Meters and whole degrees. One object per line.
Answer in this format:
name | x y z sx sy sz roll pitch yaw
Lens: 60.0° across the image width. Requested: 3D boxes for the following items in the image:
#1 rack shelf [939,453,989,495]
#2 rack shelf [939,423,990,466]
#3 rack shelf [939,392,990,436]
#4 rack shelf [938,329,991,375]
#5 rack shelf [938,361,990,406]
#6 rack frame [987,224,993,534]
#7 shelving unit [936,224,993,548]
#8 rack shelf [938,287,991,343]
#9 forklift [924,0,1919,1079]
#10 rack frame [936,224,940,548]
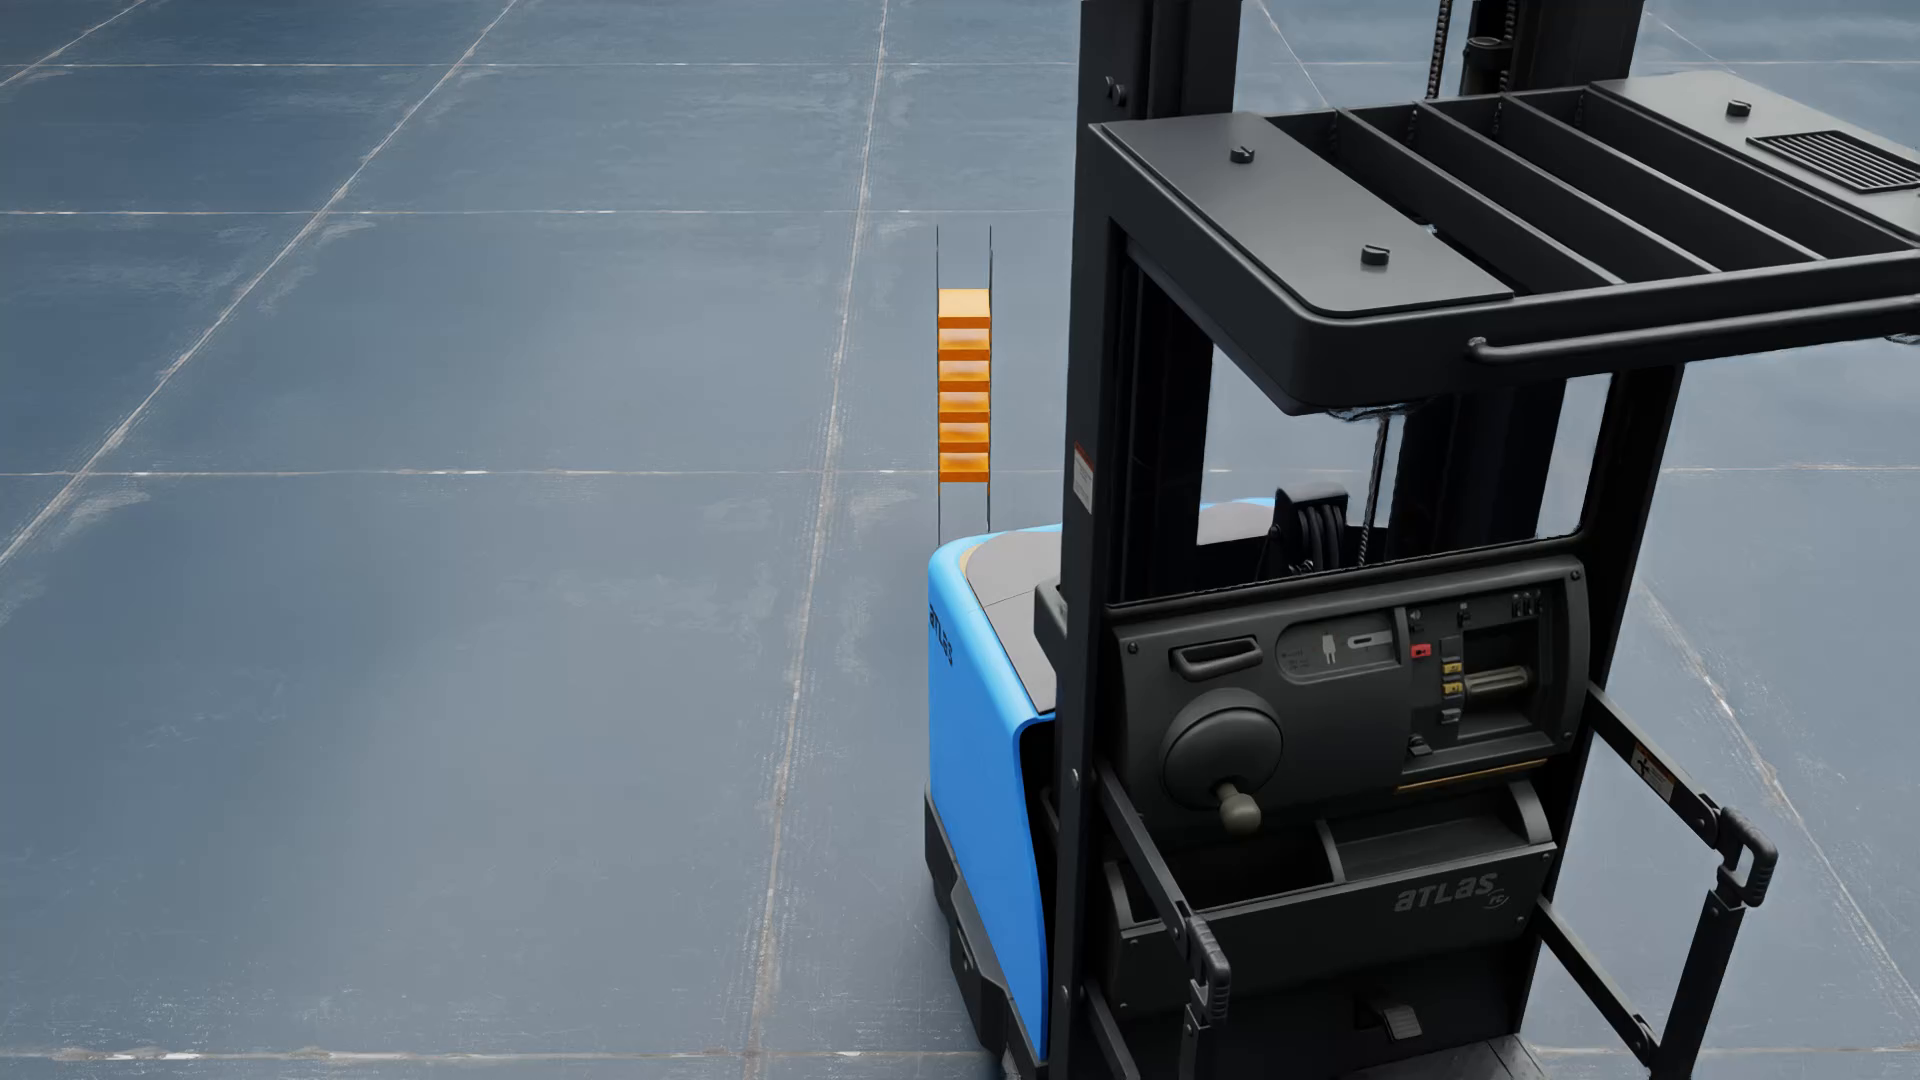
rack shelf | 0.014 -0.270 6.086 0.180 0.103 0.258 0 31 0
rack shelf | 0.014 -0.372 6.024 0.180 0.103 0.258 0 31 0
rack shelf | 0.014 -0.475 5.962 0.180 0.103 0.258 0 31 0
rack shelf | 0.014 -0.680 5.837 0.180 0.103 0.258 0 31 0
rack shelf | 0.014 -0.578 5.900 0.180 0.103 0.258 0 31 0
rack frame | 0.106 -0.513 5.939 0.006 1.200 0.240 0 31 0
shelving unit | 0.014 -0.513 5.939 0.189 1.200 0.258 0 31 0
rack shelf | 0.014 -0.783 5.775 0.180 0.103 0.258 0 31 0
forklift | 0.793 0.336 2.871 1.130 2.935 3.031 -8 32 -13
rack frame | -0.077 -0.513 5.938 0.006 1.200 0.240 0 31 0
